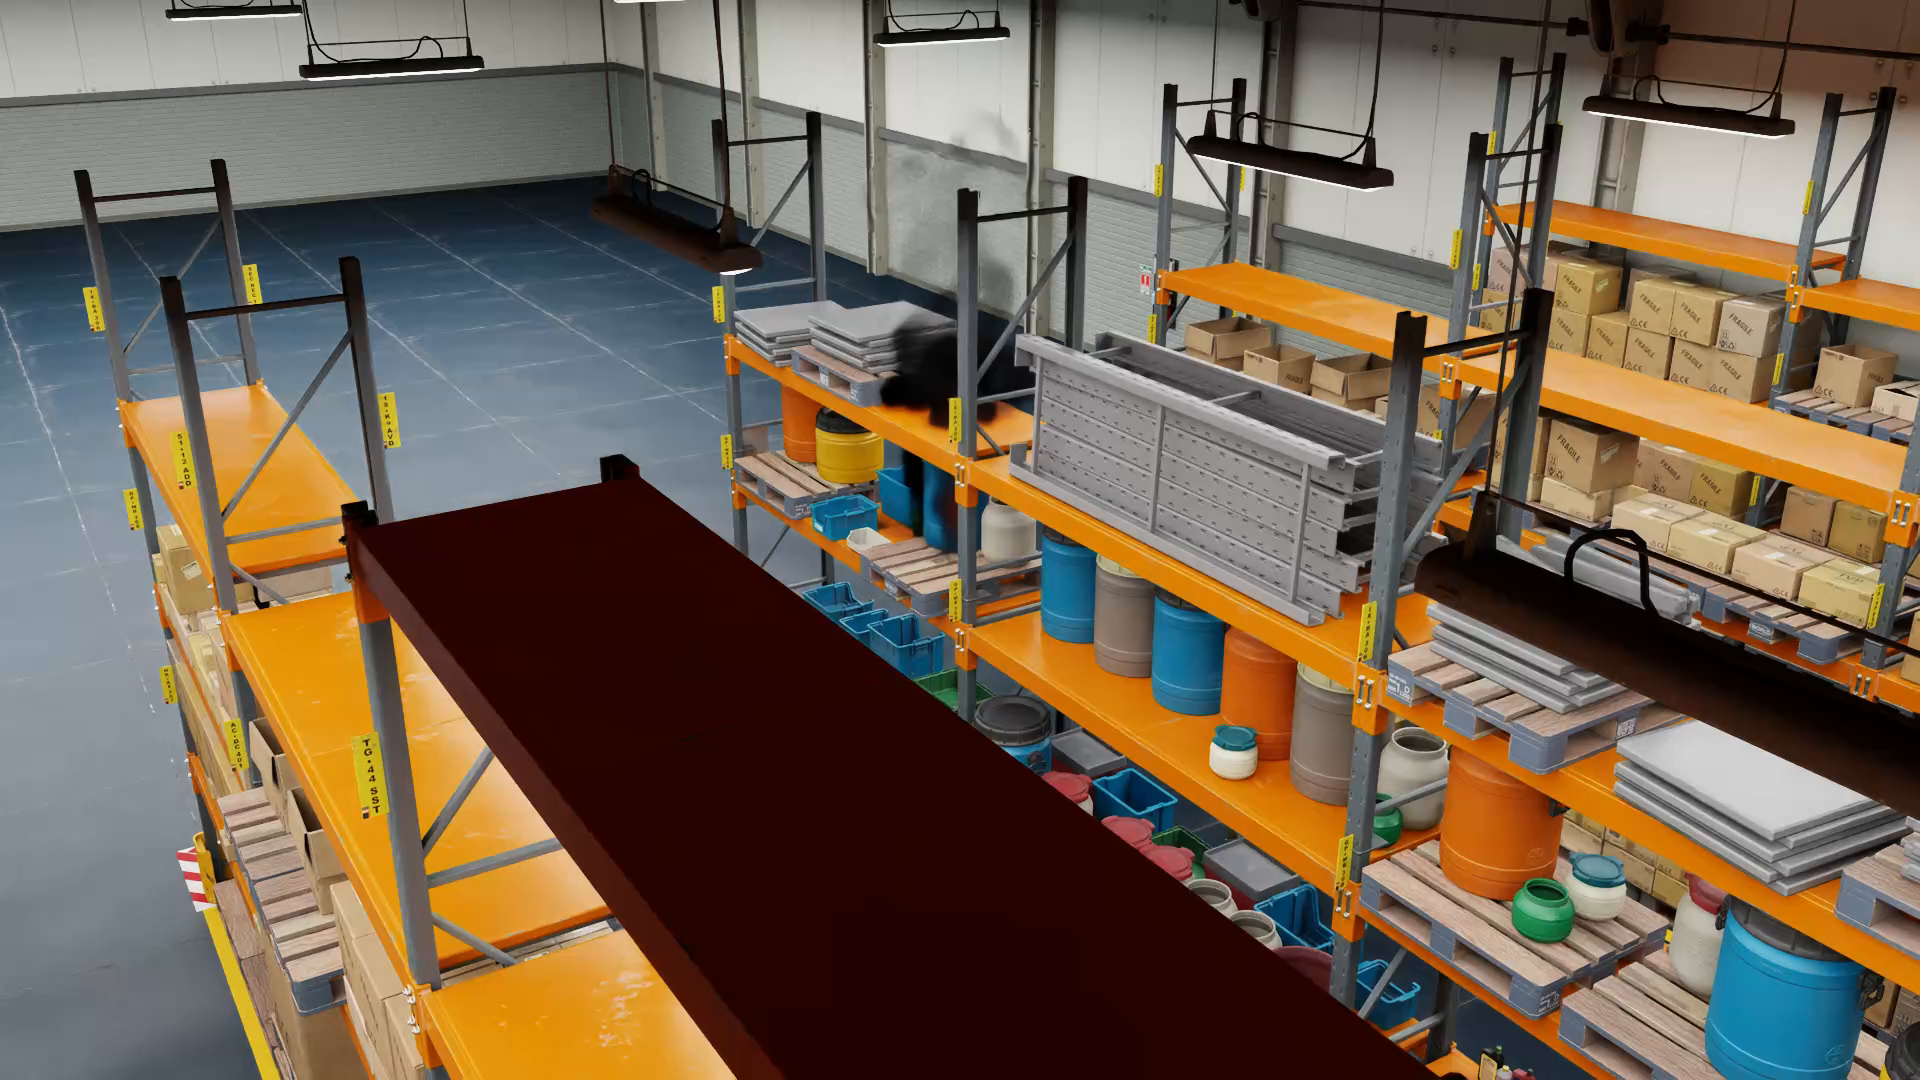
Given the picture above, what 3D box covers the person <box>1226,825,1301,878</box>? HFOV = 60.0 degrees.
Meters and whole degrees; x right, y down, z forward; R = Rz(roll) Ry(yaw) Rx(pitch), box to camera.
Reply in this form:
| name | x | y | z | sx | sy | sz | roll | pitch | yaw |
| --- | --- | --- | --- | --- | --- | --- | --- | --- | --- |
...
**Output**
| name | x | y | z | sx | sy | sz | roll | pitch | yaw |
| --- | --- | --- | --- | --- | --- | --- | --- | --- | --- |
| person | 2.537 | 2.106 | 13.884 | 0.621 | 1.746 | 0.880 | -16 | 27 | -34 |
